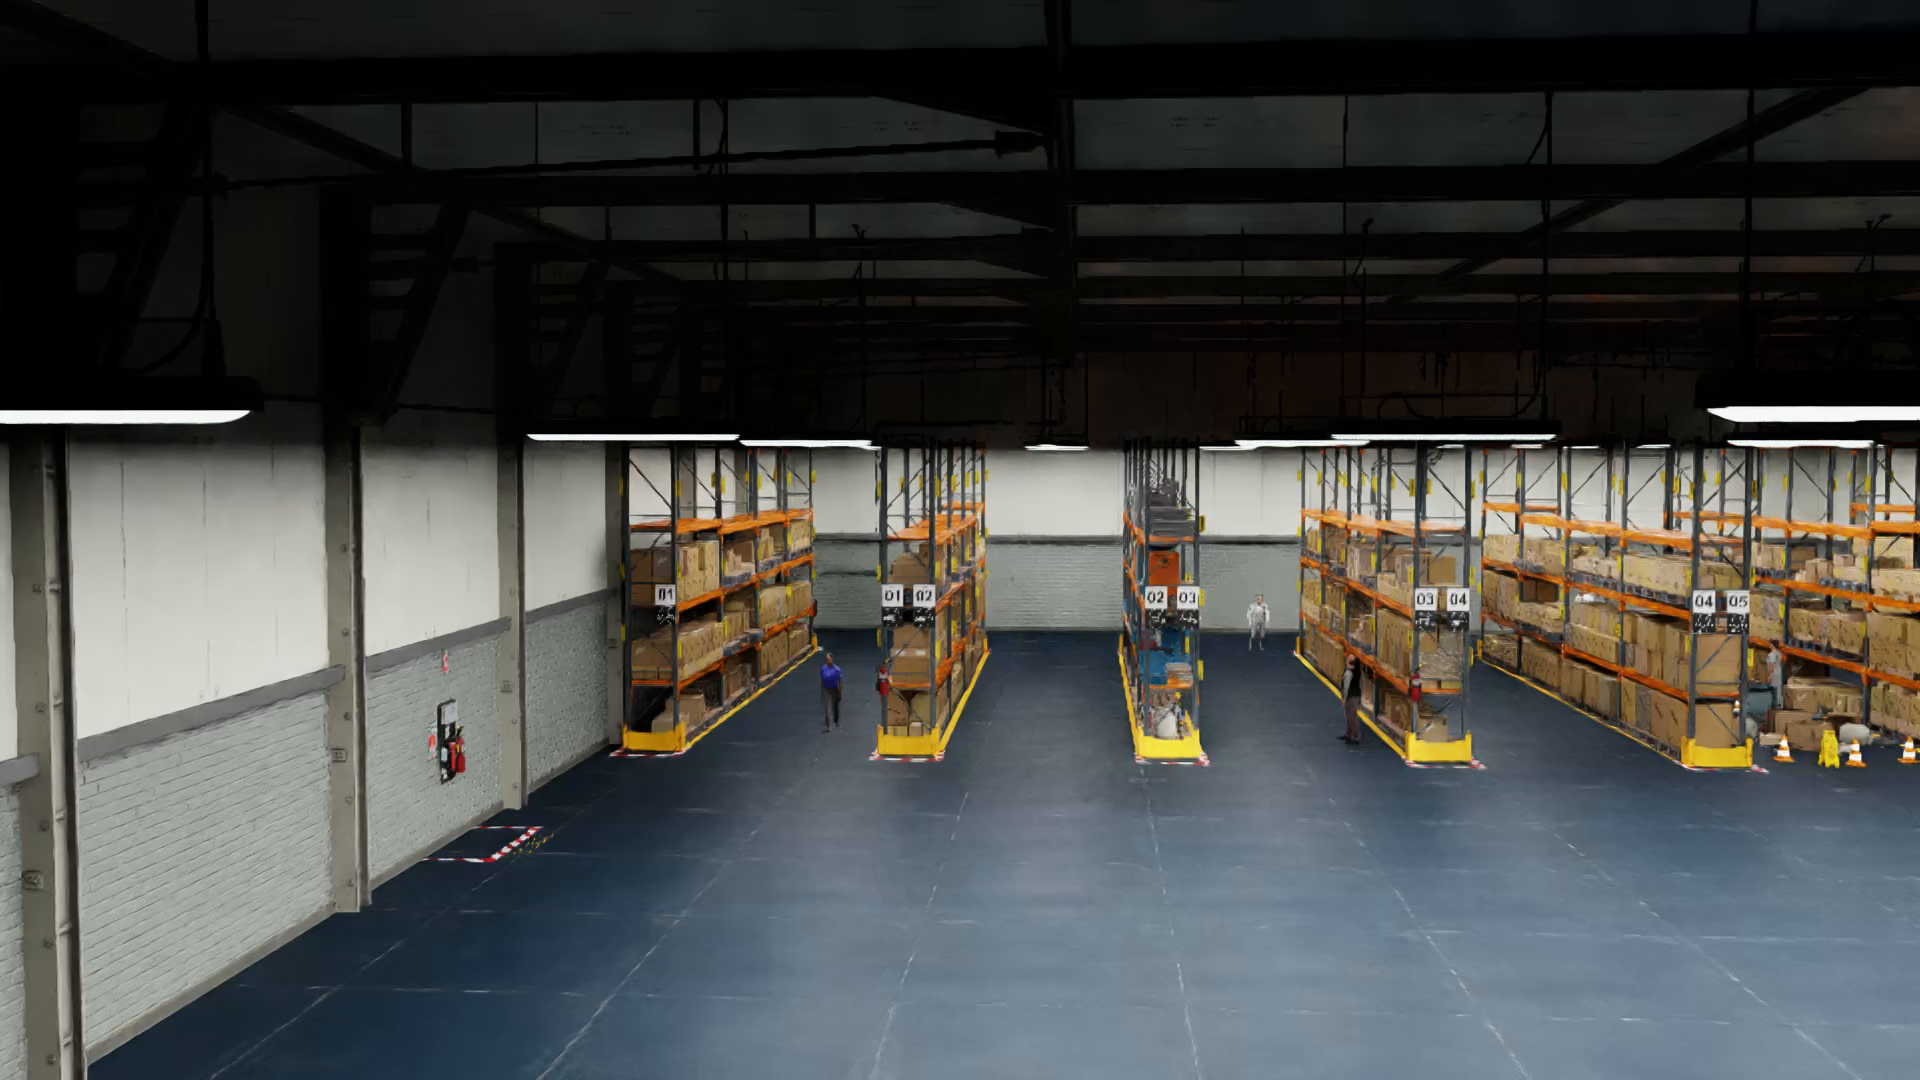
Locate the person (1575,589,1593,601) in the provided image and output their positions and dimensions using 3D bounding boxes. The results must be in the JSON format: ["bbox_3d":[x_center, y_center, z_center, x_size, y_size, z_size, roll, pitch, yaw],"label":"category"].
[{"bbox_3d":[18.346,2.223,48.786,0.548,1.779,0.687,-2,4,-34],"label":"person"}]

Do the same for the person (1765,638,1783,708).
[{"bbox_3d":[17.584,2.944,36.011,0.569,1.668,0.561,2,4,32],"label":"person"}]

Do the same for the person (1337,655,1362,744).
[{"bbox_3d":[7.635,3.103,32.601,0.569,1.718,0.627,2,4,33],"label":"person"}]

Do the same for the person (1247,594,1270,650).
[{"bbox_3d":[8.595,2.354,47.910,0.639,1.632,0.512,0,3,2],"label":"person"}]

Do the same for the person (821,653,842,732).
[{"bbox_3d":[-2.630,3.096,34.017,0.461,1.596,0.989,0,3,3],"label":"person"}]
